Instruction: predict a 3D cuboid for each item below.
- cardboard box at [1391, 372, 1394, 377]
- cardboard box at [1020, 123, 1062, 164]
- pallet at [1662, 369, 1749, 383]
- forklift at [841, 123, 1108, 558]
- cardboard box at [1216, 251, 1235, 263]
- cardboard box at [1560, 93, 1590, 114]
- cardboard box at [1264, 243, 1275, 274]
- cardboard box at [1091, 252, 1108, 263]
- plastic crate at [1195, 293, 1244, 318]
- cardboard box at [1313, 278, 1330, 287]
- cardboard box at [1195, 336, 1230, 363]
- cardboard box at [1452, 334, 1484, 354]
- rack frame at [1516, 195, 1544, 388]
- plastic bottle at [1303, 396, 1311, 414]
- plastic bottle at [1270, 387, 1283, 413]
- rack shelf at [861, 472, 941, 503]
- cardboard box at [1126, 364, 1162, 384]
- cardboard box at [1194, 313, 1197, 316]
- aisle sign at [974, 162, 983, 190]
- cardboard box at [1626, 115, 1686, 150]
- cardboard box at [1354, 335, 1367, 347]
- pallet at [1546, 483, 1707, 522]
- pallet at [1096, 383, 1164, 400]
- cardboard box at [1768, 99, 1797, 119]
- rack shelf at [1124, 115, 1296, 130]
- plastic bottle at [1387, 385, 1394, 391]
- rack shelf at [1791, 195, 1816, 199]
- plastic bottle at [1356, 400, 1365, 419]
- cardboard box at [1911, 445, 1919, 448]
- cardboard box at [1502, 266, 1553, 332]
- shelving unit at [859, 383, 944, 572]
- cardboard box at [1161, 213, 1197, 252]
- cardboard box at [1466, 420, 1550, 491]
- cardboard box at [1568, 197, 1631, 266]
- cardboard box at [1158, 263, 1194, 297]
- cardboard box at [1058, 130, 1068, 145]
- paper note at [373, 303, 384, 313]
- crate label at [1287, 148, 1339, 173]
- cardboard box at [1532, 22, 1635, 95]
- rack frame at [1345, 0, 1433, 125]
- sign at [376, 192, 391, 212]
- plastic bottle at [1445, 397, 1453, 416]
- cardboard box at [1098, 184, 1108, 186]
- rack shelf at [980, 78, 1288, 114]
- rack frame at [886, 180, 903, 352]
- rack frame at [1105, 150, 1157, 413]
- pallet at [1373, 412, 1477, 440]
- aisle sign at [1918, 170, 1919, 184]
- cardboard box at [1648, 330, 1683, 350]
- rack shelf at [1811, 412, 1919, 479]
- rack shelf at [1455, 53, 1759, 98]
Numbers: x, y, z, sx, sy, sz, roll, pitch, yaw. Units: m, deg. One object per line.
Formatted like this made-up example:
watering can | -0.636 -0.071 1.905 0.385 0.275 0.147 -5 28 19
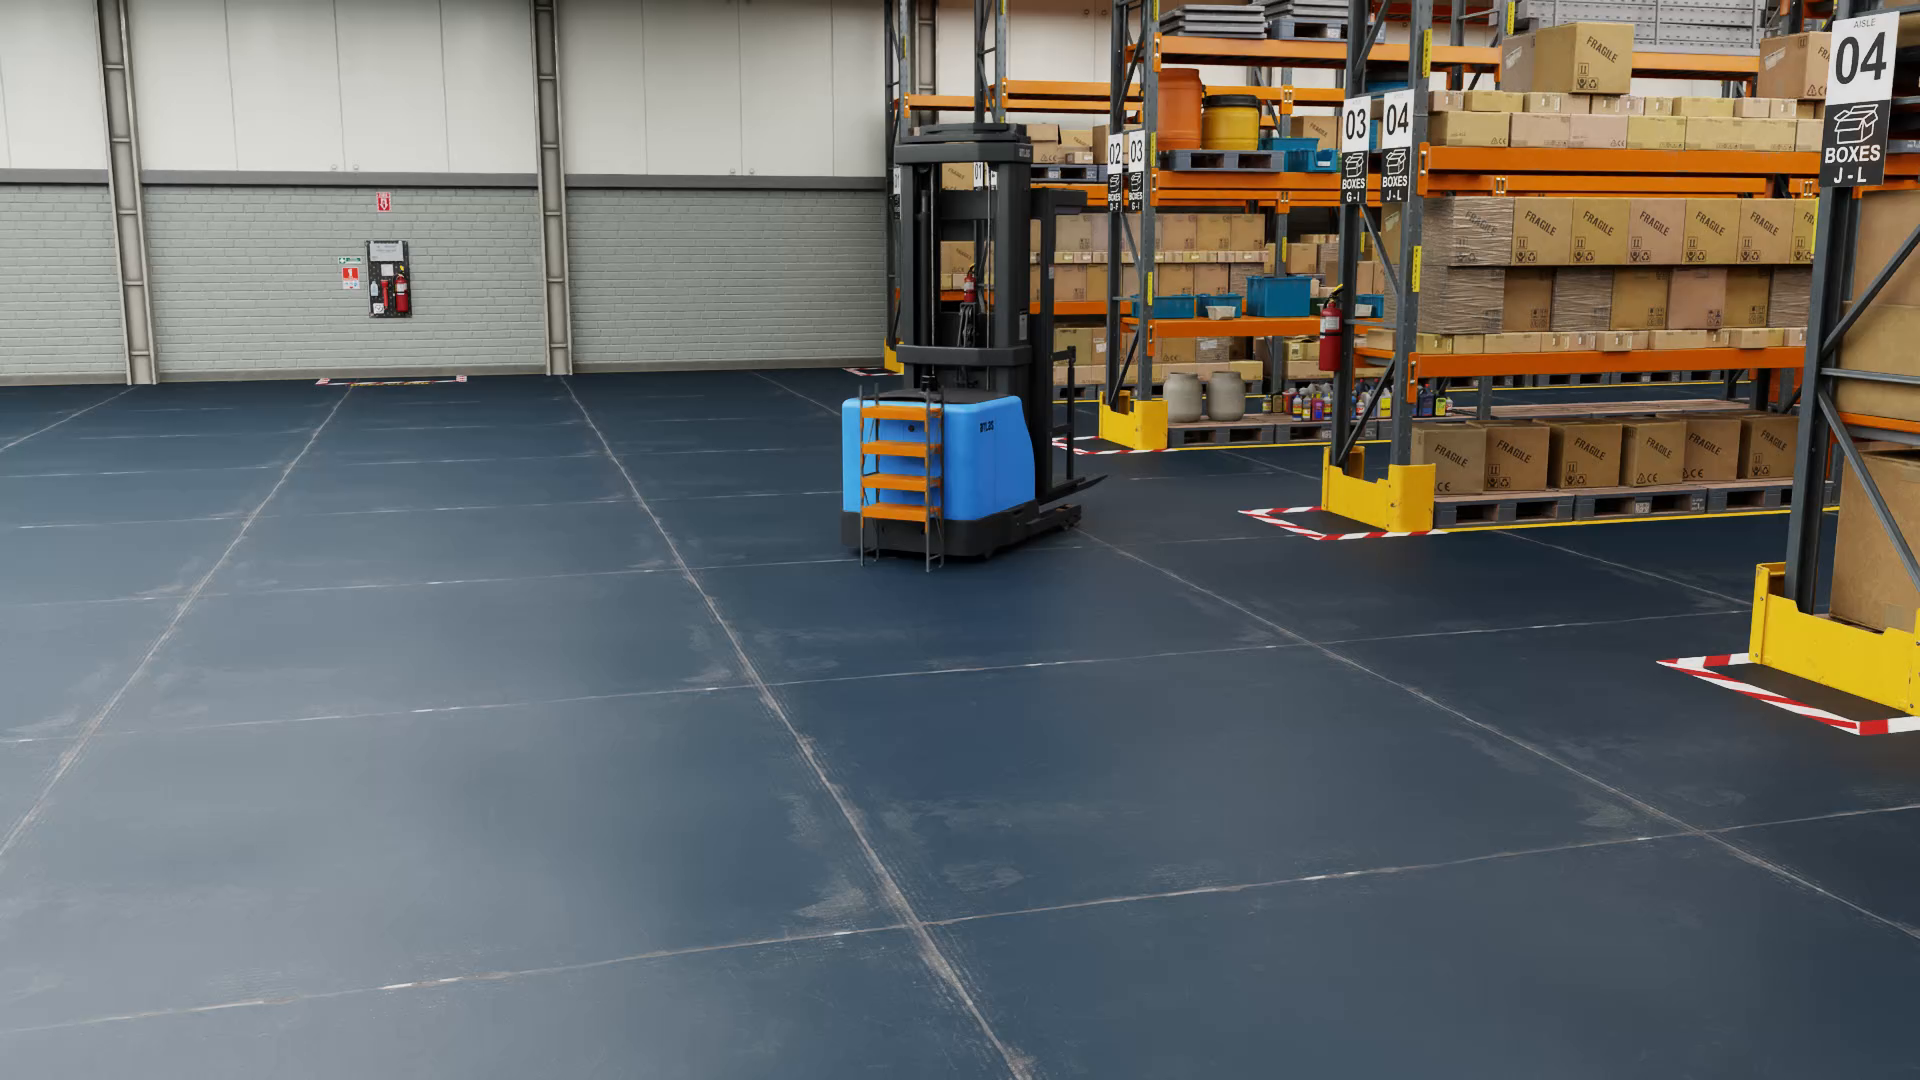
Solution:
cardboard box | 6.159 -2.466 23.593 0.500 0.250 0.500 -3 11 -15
cardboard box | 0.938 -5.184 21.805 0.637 0.503 0.797 -2 11 -12
pallet | 11.137 -2.542 25.274 1.213 0.211 1.003 -3 11 -16
forklift | 0.271 -1.544 12.340 1.130 2.935 3.031 5 12 25
cardboard box | 3.536 -3.848 22.596 0.250 0.149 0.380 -3 11 -18
cardboard box | 4.479 -3.247 12.426 0.250 0.149 0.380 -3 11 -16
cardboard box | 5.040 -4.793 28.307 0.500 0.500 0.700 -3 11 -16
cardboard box | 1.813 -3.757 22.104 0.250 0.149 0.380 -3 11 -18
plastic crate | 2.788 -2.529 17.911 0.408 0.251 0.499 -3 11 -16
cardboard box | 5.019 -3.567 23.509 0.258 0.266 0.396 -3 11 -17
cardboard box | 3.358 -2.695 22.765 0.500 0.500 0.500 -3 11 -16
cardboard box | 3.736 -1.491 12.553 0.250 0.149 0.380 -3 11 -16
rack frame | 8.066 -3.759 24.181 0.127 3.000 1.000 -3 11 -16
plastic bottle | 3.843 -1.497 18.405 0.097 0.201 0.097 0 10 0
plastic bottle | 3.514 -1.552 18.478 0.133 0.283 0.061 -3 11 -15
rack shelf | -0.382 -0.351 11.004 0.480 0.148 0.258 5 11 25
cardboard box | 2.403 -2.273 22.541 0.500 0.250 0.500 -3 11 -16
cardboard box | 3.962 -3.837 28.219 0.500 0.250 0.500 -3 11 -17
aisle sign | 0.240 -4.681 22.006 0.004 0.787 0.394 -3 11 -16
cardboard box | 5.154 -3.092 12.685 0.500 0.250 0.500 -3 11 -14
cardboard box | 5.671 -2.715 23.396 0.500 0.311 0.500 -3 11 -18
pallet | 5.183 -0.361 13.422 1.213 0.211 1.003 -3 11 -16
pallet | 2.277 -2.090 22.816 1.213 0.211 1.003 -3 11 -16
cardboard box | 6.261 -3.340 12.932 0.250 0.149 0.380 -4 11 -19
rack shelf | 4.758 -6.919 27.866 4.000 0.370 1.077 -3 11 -16
plastic bottle | 4.875 -1.611 18.822 0.135 0.276 0.152 -3 11 -14
rack shelf | 13.827 -5.184 25.624 4.000 0.370 1.077 -3 11 -16
plastic bottle | 4.312 -1.409 17.927 0.097 0.201 0.097 0 10 0
cardboard box | 8.050 -0.870 14.175 0.500 0.500 0.700 -3 11 -16
cardboard box | 4.133 -1.897 12.967 0.500 0.500 0.875 -3 11 -16
shelving unit | -0.382 -0.417 10.993 0.503 1.200 0.258 5 11 25
cardboard box | 2.836 -4.169 22.550 0.500 0.500 0.700 -3 11 -16
cardboard box | 4.319 -0.674 13.168 0.500 0.500 0.500 0 10 -1
cardboard box | 4.716 -2.349 12.664 0.500 0.500 0.500 -3 11 -16
cardboard box | 2.814 -3.530 22.659 0.500 0.500 0.700 -3 11 -15
cardboard box | 1.411 -6.313 26.678 0.500 0.500 0.500 -3 11 -18
paper note | -8.906 -3.549 25.472 0.142 0.148 0.016 -3 11 -16
crate label | 3.656 -3.932 17.248 0.408 0.251 0.502 -3 11 -16
cardboard box | 4.651 -3.577 12.427 0.500 0.500 0.500 -3 11 -16
rack frame | 3.150 -4.582 12.084 0.127 3.000 1.000 -3 11 -16
sign | -8.752 -5.136 25.257 0.199 0.298 0.001 -3 11 -16
plastic bottle | 5.345 -1.463 18.223 0.097 0.201 0.097 0 10 0
cardboard box | 2.419 -5.883 27.103 0.500 0.500 0.500 -3 11 -14
rack shelf | 2.305 -5.855 22.090 4.000 0.370 1.077 -3 11 -16
rack frame | -1.003 -4.215 26.659 0.127 3.000 1.000 -3 11 -16
rack frame | 1.766 -2.493 17.304 0.127 3.000 1.000 -3 11 -16
pallet | 4.950 -1.297 18.511 1.213 0.211 1.003 -3 11 -16
aisle sign | 4.456 -1.987 7.377 0.004 0.787 0.394 -3 11 -16
cardboard box | 5.422 -1.576 13.014 0.250 0.149 0.380 -3 11 -16
rack shelf | 6.360 -0.512 8.530 4.000 0.370 1.077 -3 11 -16
rack shelf | 7.527 -5.197 18.511 4.000 0.370 1.077 -3 11 -16
